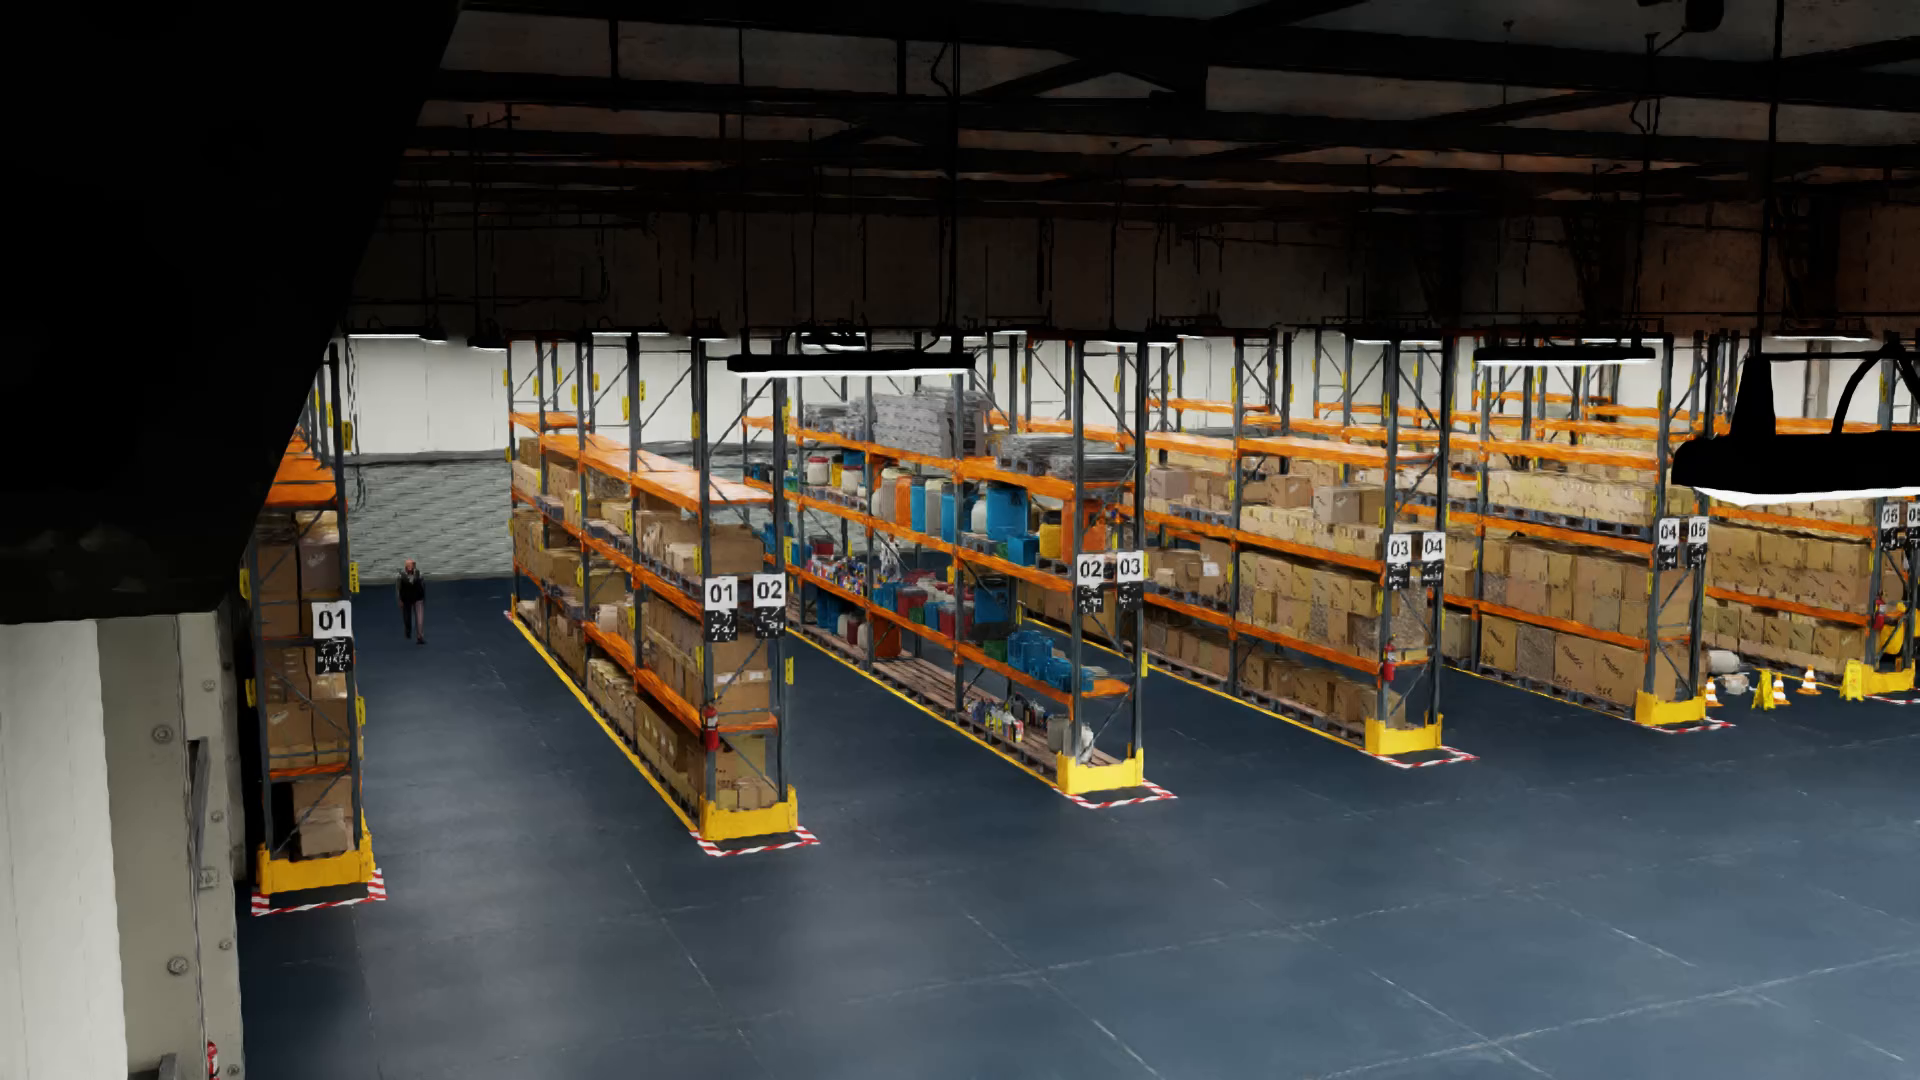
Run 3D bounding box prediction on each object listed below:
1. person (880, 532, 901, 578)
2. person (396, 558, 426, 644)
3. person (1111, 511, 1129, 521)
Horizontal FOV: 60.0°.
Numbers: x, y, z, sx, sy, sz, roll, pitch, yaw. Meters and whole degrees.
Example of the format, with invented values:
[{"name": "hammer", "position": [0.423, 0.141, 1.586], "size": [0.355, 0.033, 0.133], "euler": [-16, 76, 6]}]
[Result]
[{"name": "person", "position": [-1.534, 0.518, 36.844], "size": [0.495, 1.589, 1.086], "euler": [-3, 8, -21]}, {"name": "person", "position": [-10.588, 1.150, 32.067], "size": [0.543, 1.648, 1.115], "euler": [-3, 8, -20]}, {"name": "person", "position": [4.133, -0.324, 43.139], "size": [0.488, 1.590, 0.931], "euler": [0, 8, 1]}]
